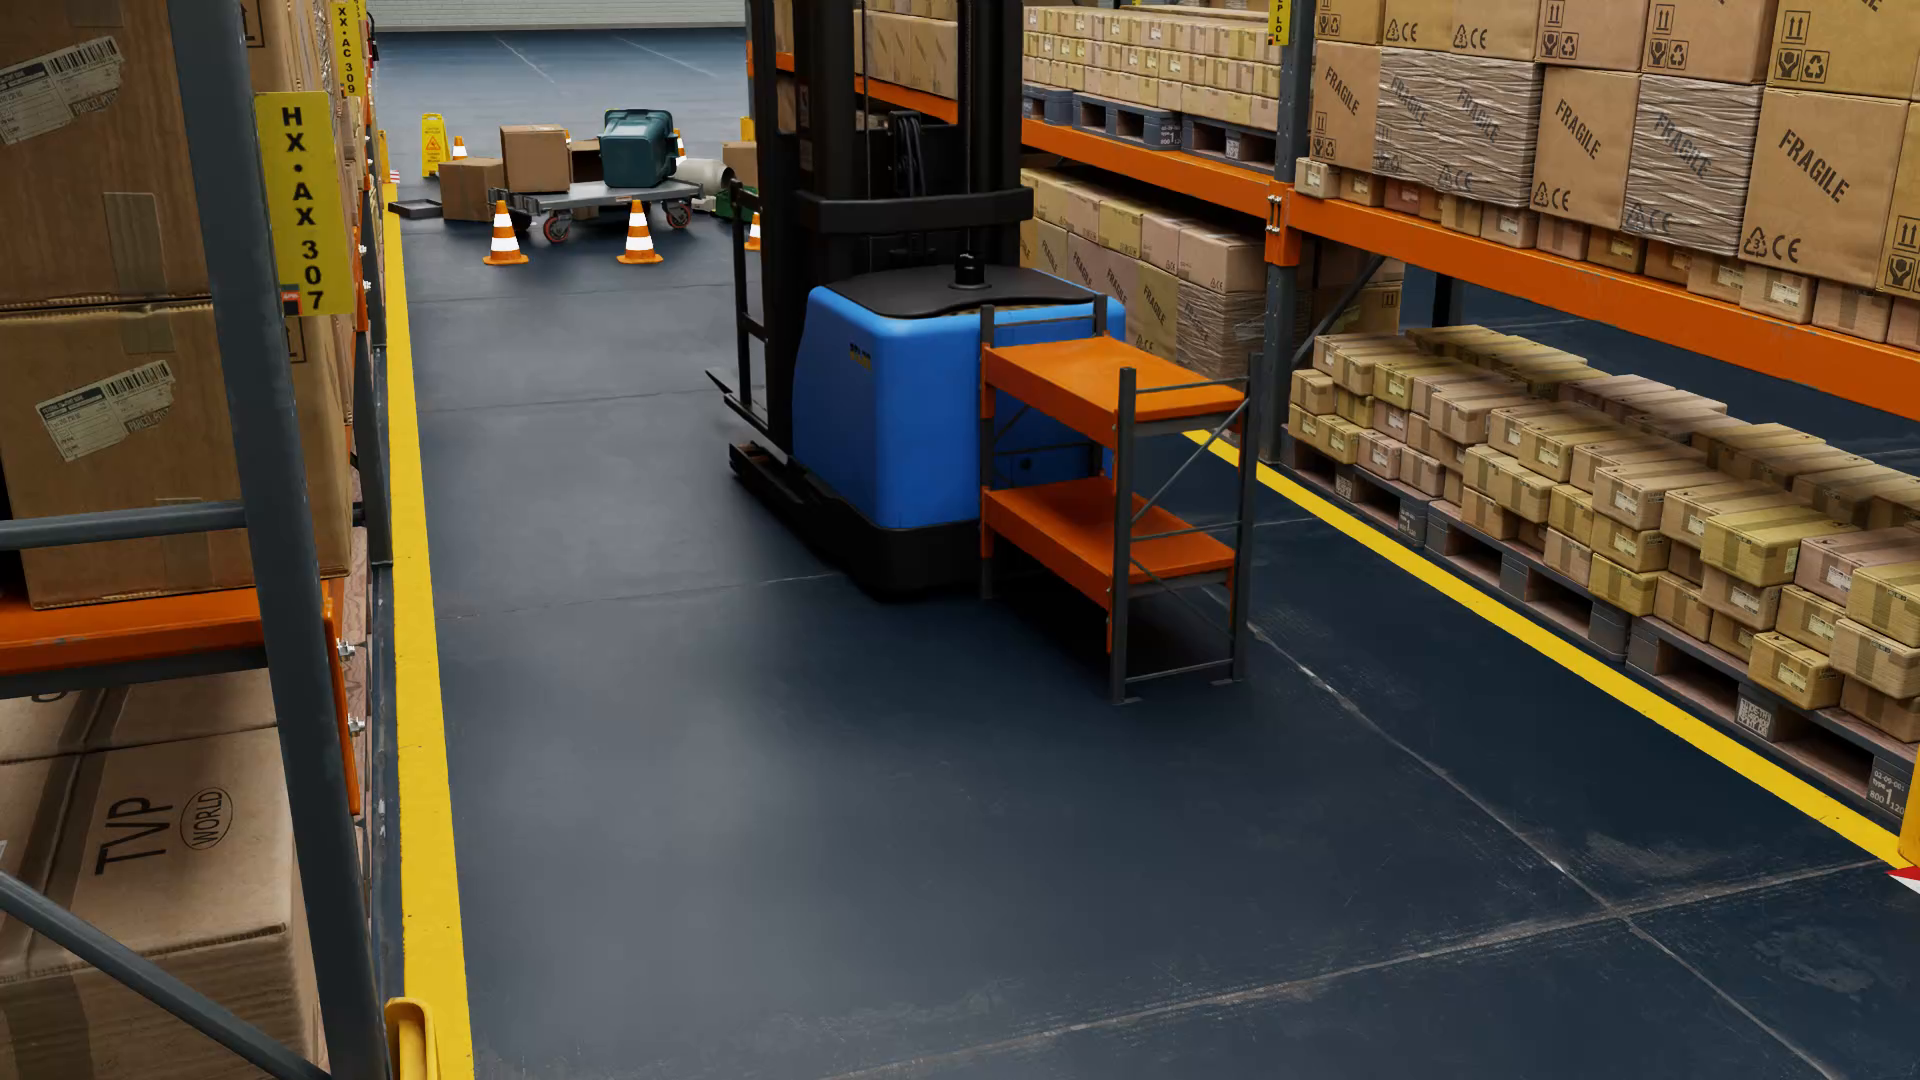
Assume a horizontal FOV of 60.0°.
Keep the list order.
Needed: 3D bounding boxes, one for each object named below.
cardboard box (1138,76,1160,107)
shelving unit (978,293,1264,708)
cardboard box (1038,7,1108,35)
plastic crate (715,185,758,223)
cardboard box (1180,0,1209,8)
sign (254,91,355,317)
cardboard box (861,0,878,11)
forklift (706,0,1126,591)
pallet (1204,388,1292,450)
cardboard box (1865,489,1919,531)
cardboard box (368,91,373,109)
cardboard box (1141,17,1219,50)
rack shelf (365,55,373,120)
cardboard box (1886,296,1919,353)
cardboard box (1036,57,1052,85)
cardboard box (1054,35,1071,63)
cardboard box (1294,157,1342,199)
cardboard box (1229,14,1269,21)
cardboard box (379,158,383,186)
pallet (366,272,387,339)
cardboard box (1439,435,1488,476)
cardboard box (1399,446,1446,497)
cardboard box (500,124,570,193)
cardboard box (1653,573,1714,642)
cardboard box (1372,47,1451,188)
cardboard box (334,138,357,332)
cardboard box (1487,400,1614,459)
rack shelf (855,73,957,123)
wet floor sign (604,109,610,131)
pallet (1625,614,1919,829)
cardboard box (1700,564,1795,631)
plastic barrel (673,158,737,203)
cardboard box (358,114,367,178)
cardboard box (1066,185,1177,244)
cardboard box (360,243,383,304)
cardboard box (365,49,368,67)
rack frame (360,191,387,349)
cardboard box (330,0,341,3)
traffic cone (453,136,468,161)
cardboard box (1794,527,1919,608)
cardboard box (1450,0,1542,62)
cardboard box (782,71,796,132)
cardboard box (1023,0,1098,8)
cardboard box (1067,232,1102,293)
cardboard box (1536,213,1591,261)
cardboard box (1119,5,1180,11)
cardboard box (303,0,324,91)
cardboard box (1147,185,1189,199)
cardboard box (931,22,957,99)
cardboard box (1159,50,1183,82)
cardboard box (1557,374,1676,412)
[{"bbox_3d":[1.191,-2.437,9.013,0.380,0.149,0.250,-5,20,-15],"label":"cardboard box"},{"bbox_3d":[0.513,-0.181,5.756,0.538,1.125,1.048,-9,21,-22],"label":"shelving unit"},{"bbox_3d":[0.707,-3.221,10.318,0.380,0.149,0.250,-7,21,-19],"label":"cardboard box"},{"bbox_3d":[-1.897,-3.021,14.963,0.450,0.188,0.662,13,22,7],"label":"plastic crate"},{"bbox_3d":[3.031,-6.186,19.114,0.875,0.500,0.500,-6,21,-17],"label":"cardboard box"},{"bbox_3d":[-0.966,-0.493,2.453,0.100,0.325,0.005,-6,21,-17],"label":"sign"},{"bbox_3d":[-0.437,-4.759,14.102,0.700,0.500,0.500,-7,21,-18],"label":"cardboard box"},{"bbox_3d":[-0.417,-1.651,7.177,1.130,2.935,3.031,-9,21,-22],"label":"forklift"},{"bbox_3d":[1.670,-0.770,8.749,1.003,0.211,1.213,-6,21,-17],"label":"pallet"},{"bbox_3d":[3.173,-0.060,5.361,0.380,0.149,0.250,-6,21,-17],"label":"cardboard box"},{"bbox_3d":[-5.341,-3.833,14.528,0.380,0.149,0.250,-6,20,-15],"label":"cardboard box"},{"bbox_3d":[1.195,-2.719,8.919,0.380,0.149,0.250,-7,21,-20],"label":"cardboard box"},{"bbox_3d":[-5.895,-4.145,15.084,1.077,0.370,4.000,-6,21,-17],"label":"rack shelf"},{"bbox_3d":[2.760,-0.590,4.492,0.380,0.149,0.250,-6,21,-17],"label":"cardboard box"},{"bbox_3d":[0.692,-2.945,10.428,0.380,0.149,0.250,-5,20,-15],"label":"cardboard box"},{"bbox_3d":[0.794,-2.987,10.107,0.380,0.149,0.250,-7,21,-19],"label":"cardboard box"},{"bbox_3d":[1.694,-1.589,7.275,0.380,0.149,0.250,-6,21,-15],"label":"cardboard box"},{"bbox_3d":[1.733,-2.869,9.336,0.380,0.149,0.250,-6,21,-16],"label":"cardboard box"},{"bbox_3d":[-5.689,-3.464,15.569,0.500,0.250,0.500,-7,21,-19],"label":"cardboard box"},{"bbox_3d":[-4.253,-1.497,10.772,1.003,0.211,1.213,-6,21,-17],"label":"pallet"},{"bbox_3d":[2.148,-0.355,6.623,0.380,0.149,0.250,-5,20,-15],"label":"cardboard box"},{"bbox_3d":[2.064,-0.302,6.917,0.380,0.149,0.250,-7,21,-18],"label":"cardboard box"},{"bbox_3d":[-3.586,-3.221,14.023,0.500,0.500,0.500,-6,21,-17],"label":"cardboard box"},{"bbox_3d":[2.541,0.204,5.506,0.380,0.149,0.250,-6,21,-17],"label":"cardboard box"},{"bbox_3d":[1.995,-1.676,6.558,0.500,0.500,0.500,-6,21,-17],"label":"cardboard box"},{"bbox_3d":[-2.024,-0.876,4.769,0.500,0.500,0.500,-7,21,-18],"label":"cardboard box"},{"bbox_3d":[2.254,-0.415,6.352,0.380,0.149,0.250,-7,21,-19],"label":"cardboard box"},{"bbox_3d":[0.030,-3.420,13.065,1.077,0.370,4.000,-6,21,-17],"label":"rack shelf"},{"bbox_3d":[-3.745,-4.375,18.142,0.267,0.644,0.232,-10,22,-27],"label":"wet floor sign"},{"bbox_3d":[2.927,0.474,5.284,1.003,0.211,1.213,-6,21,-17],"label":"pallet"},{"bbox_3d":[2.571,0.149,5.220,0.380,0.149,0.250,-7,21,-19],"label":"cardboard box"},{"bbox_3d":[-2.411,-3.389,15.725,0.512,0.421,0.421,8,21,20],"label":"plastic barrel"},{"bbox_3d":[-3.098,-1.867,7.898,0.500,0.250,0.500,-7,21,-18],"label":"cardboard box"},{"bbox_3d":[0.948,-1.921,9.794,0.500,0.250,0.500,-6,21,-17],"label":"cardboard box"},{"bbox_3d":[-4.177,-1.702,10.483,0.950,0.372,0.625,-8,21,-21],"label":"cardboard box"},{"bbox_3d":[-5.454,-4.270,14.740,0.380,0.149,0.250,-6,21,-17],"label":"cardboard box"},{"bbox_3d":[-4.009,-2.558,9.602,1.000,3.000,0.127,-6,21,-17],"label":"rack frame"},{"bbox_3d":[-2.617,-1.964,6.320,0.500,0.500,0.500,-6,21,-17],"label":"cardboard box"},{"bbox_3d":[-5.163,-3.931,17.175,0.336,0.463,0.334,-6,21,-17],"label":"traffic cone"},{"bbox_3d":[2.742,0.085,4.959,0.380,0.149,0.250,-6,21,-16],"label":"cardboard box"},{"bbox_3d":[2.133,-1.990,5.953,0.500,0.500,0.500,-6,21,-16],"label":"cardboard box"},{"bbox_3d":[-1.301,-4.389,17.220,0.875,0.875,0.875,-7,21,-18],"label":"cardboard box"},{"bbox_3d":[0.527,-3.779,11.374,0.700,0.500,0.500,-7,21,-17],"label":"cardboard box"},{"bbox_3d":[0.966,-1.559,9.895,0.500,0.500,0.500,-7,21,-19],"label":"cardboard box"},{"bbox_3d":[2.283,-1.091,5.887,0.380,0.149,0.250,-6,21,-15],"label":"cardboard box"},{"bbox_3d":[1.248,-3.367,10.725,0.380,0.149,0.250,-7,21,-19],"label":"cardboard box"},{"bbox_3d":[-1.871,-1.182,4.144,0.500,0.500,0.500,-6,21,-17],"label":"cardboard box"},{"bbox_3d":[1.436,-1.973,9.941,0.500,0.250,0.500,-6,21,-16],"label":"cardboard box"},{"bbox_3d":[0.107,-3.440,11.908,0.500,0.500,0.500,-6,21,-17],"label":"cardboard box"},{"bbox_3d":[1.274,-2.494,8.734,0.380,0.149,0.250,-8,21,-20],"label":"cardboard box"},{"bbox_3d":[2.658,-0.557,6.745,0.380,0.149,0.250,-7,21,-20],"label":"cardboard box"}]
